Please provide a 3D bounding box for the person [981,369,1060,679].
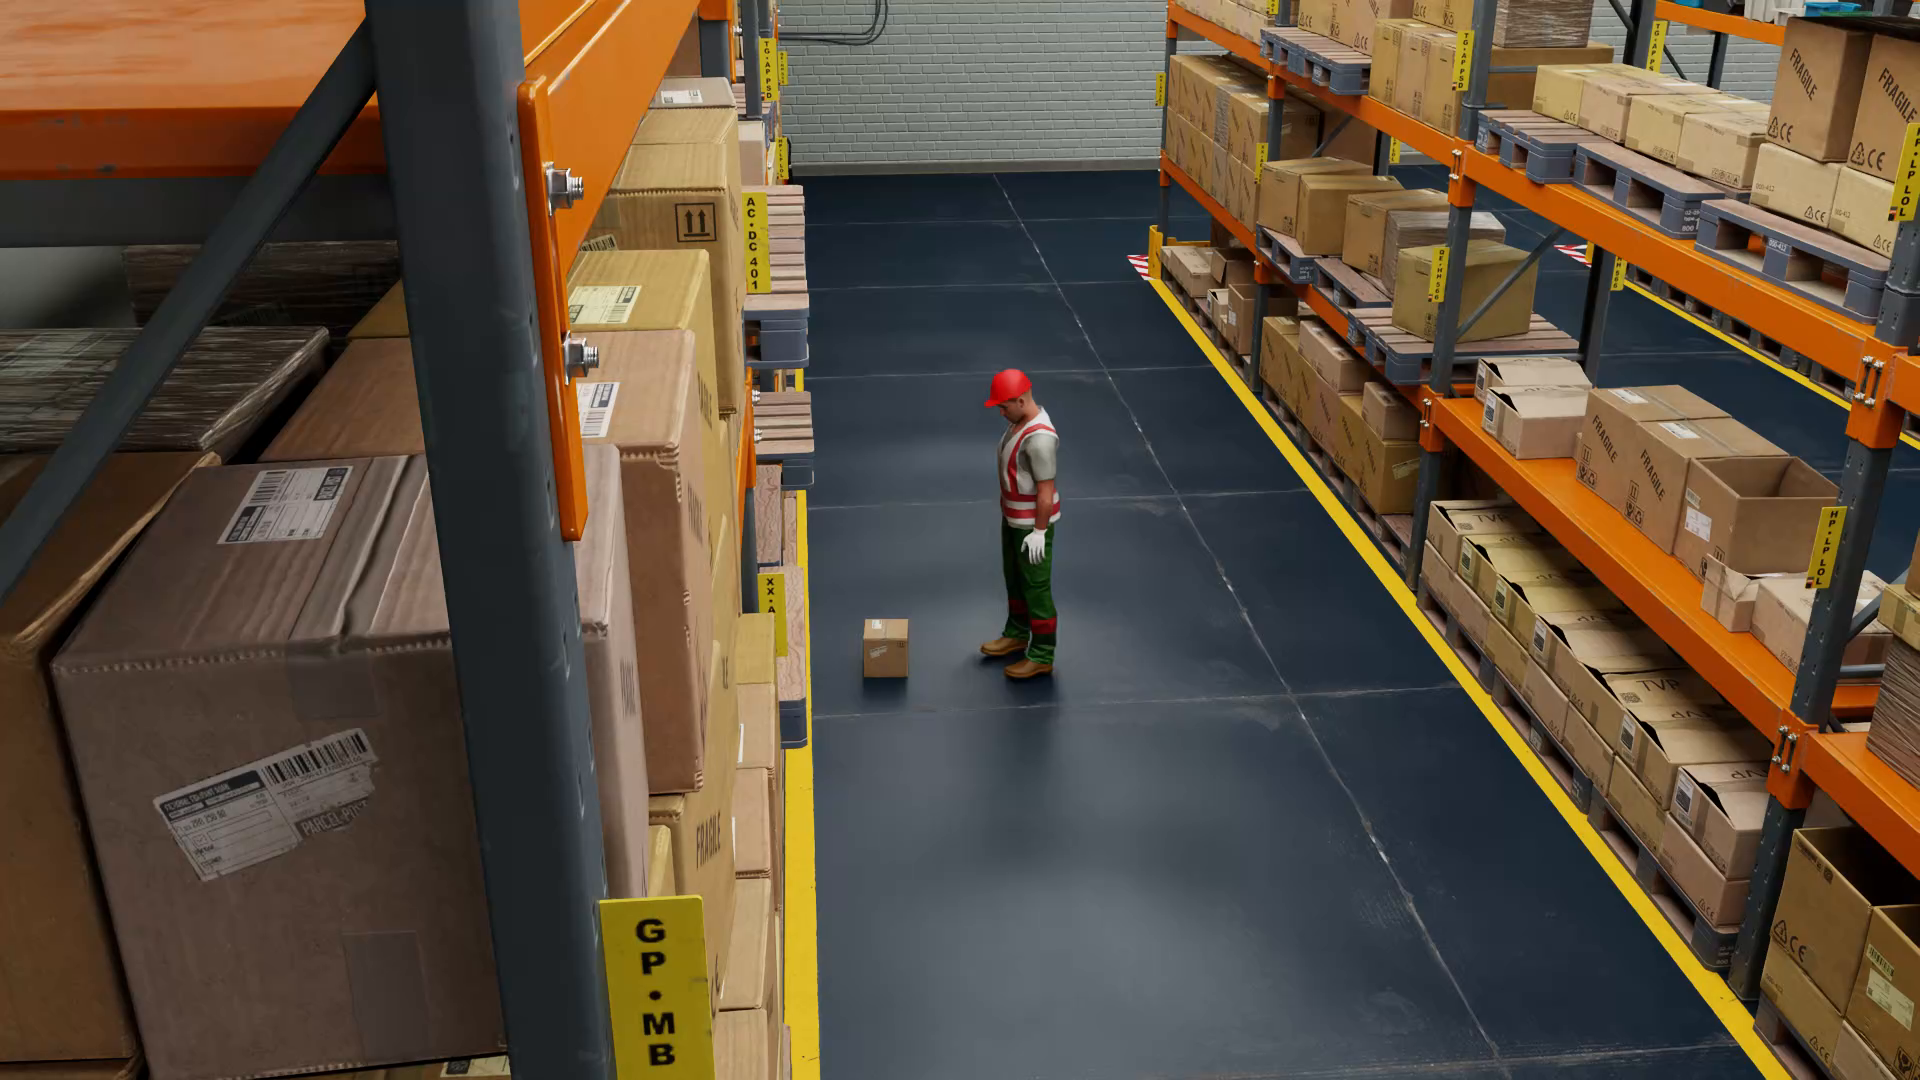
[{"bbox_3d":[0.340,-0.105,9.274,0.417,1.771,0.593,-5,24,-11],"label":"person"}]
